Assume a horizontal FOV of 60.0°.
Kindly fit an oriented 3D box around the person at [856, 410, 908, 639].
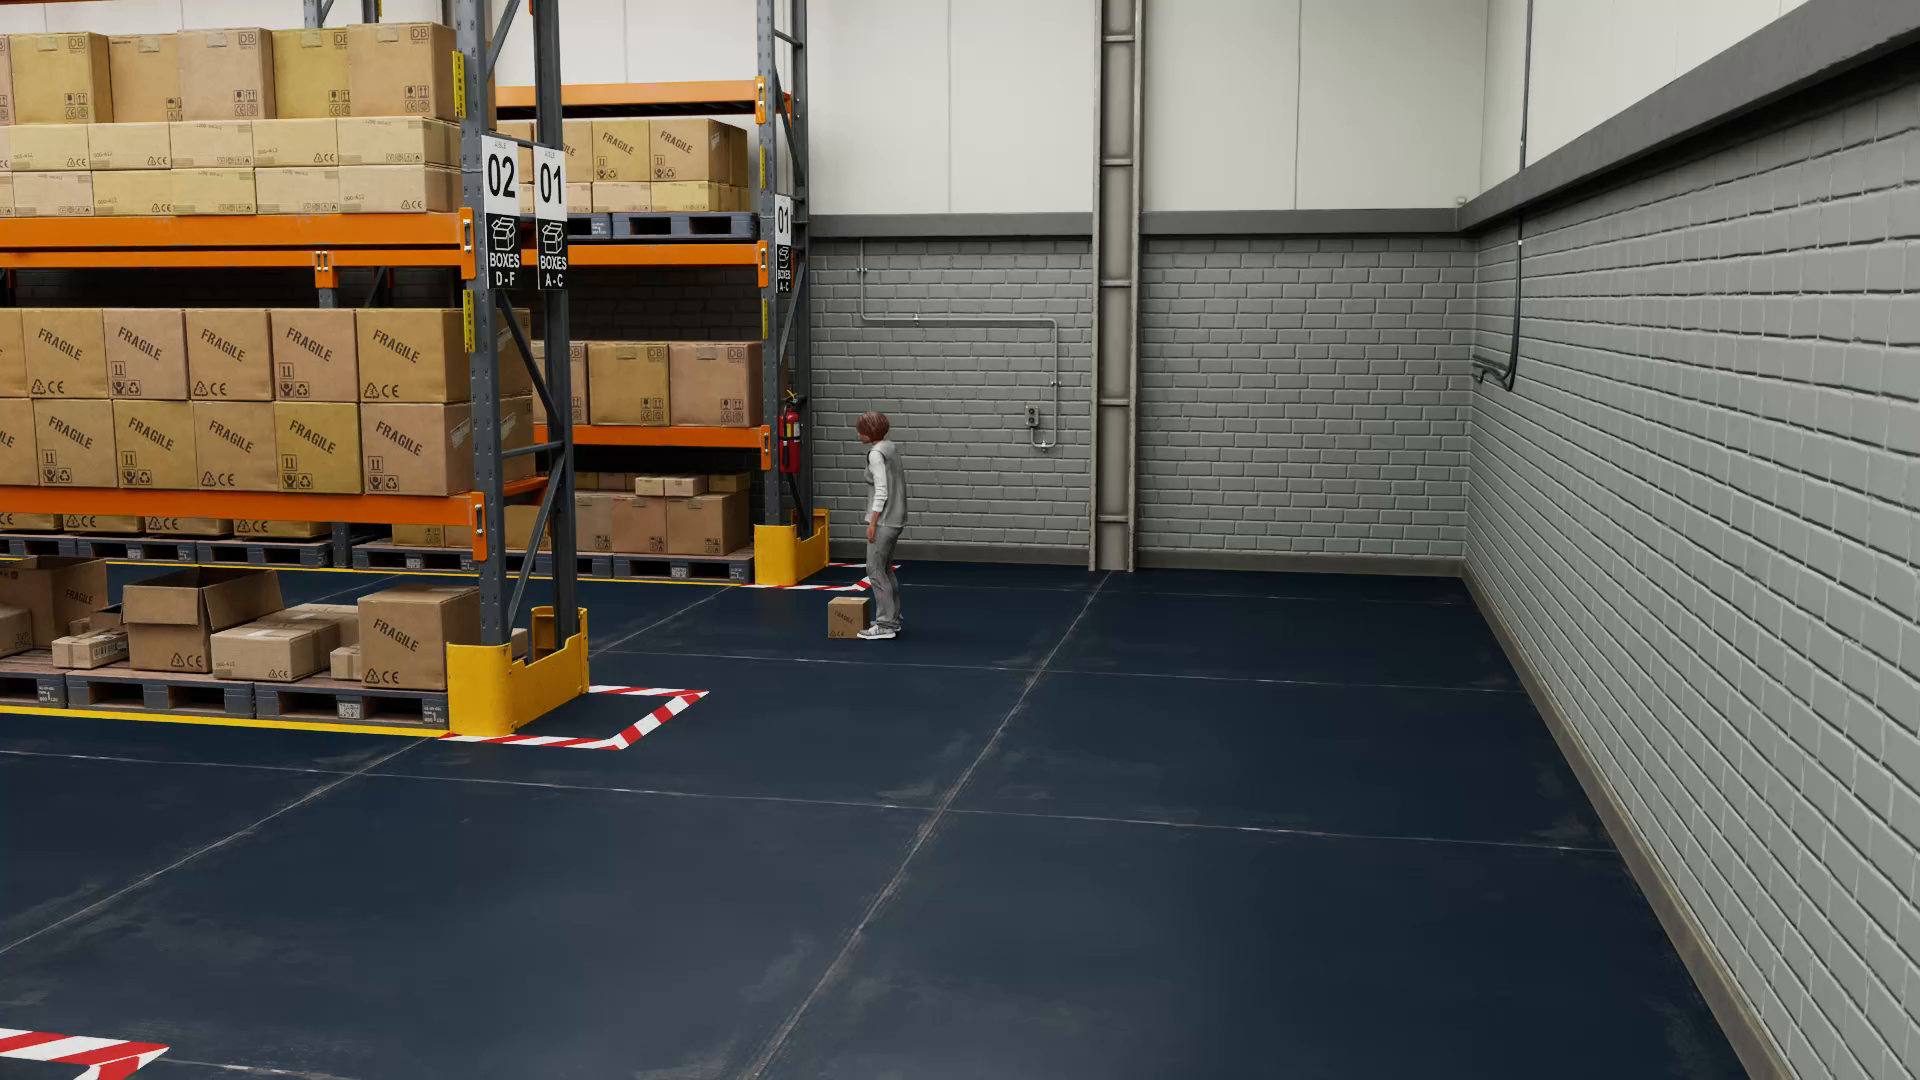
[{"bbox_3d":[-0.542,-0.110,11.630,0.345,1.593,0.460,1,8,10],"label":"person"}]
